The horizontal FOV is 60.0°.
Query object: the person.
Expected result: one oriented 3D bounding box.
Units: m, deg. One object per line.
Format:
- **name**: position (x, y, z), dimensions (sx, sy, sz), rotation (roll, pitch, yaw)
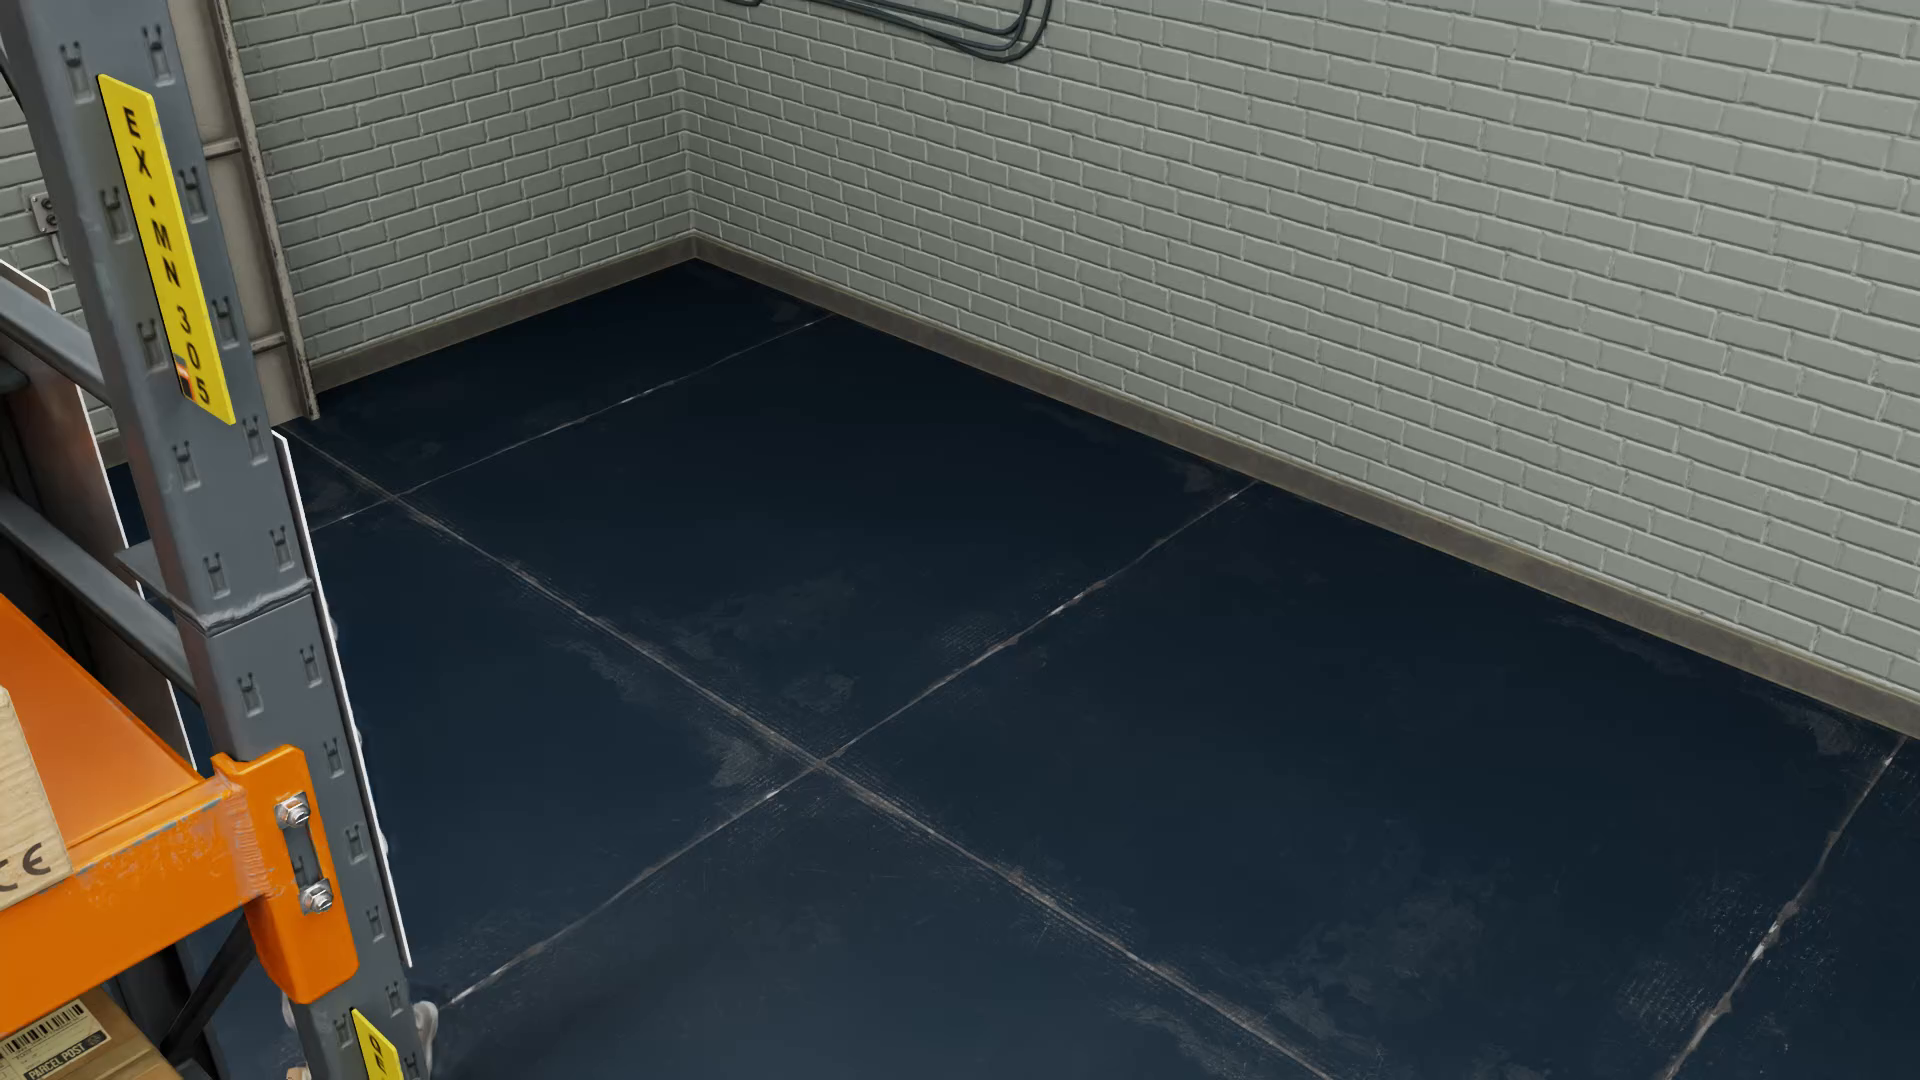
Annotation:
- **person**: position (-1.776, 0.905, 4.579), dimensions (0.417, 1.689, 0.516), rotation (-23, 38, -33)
